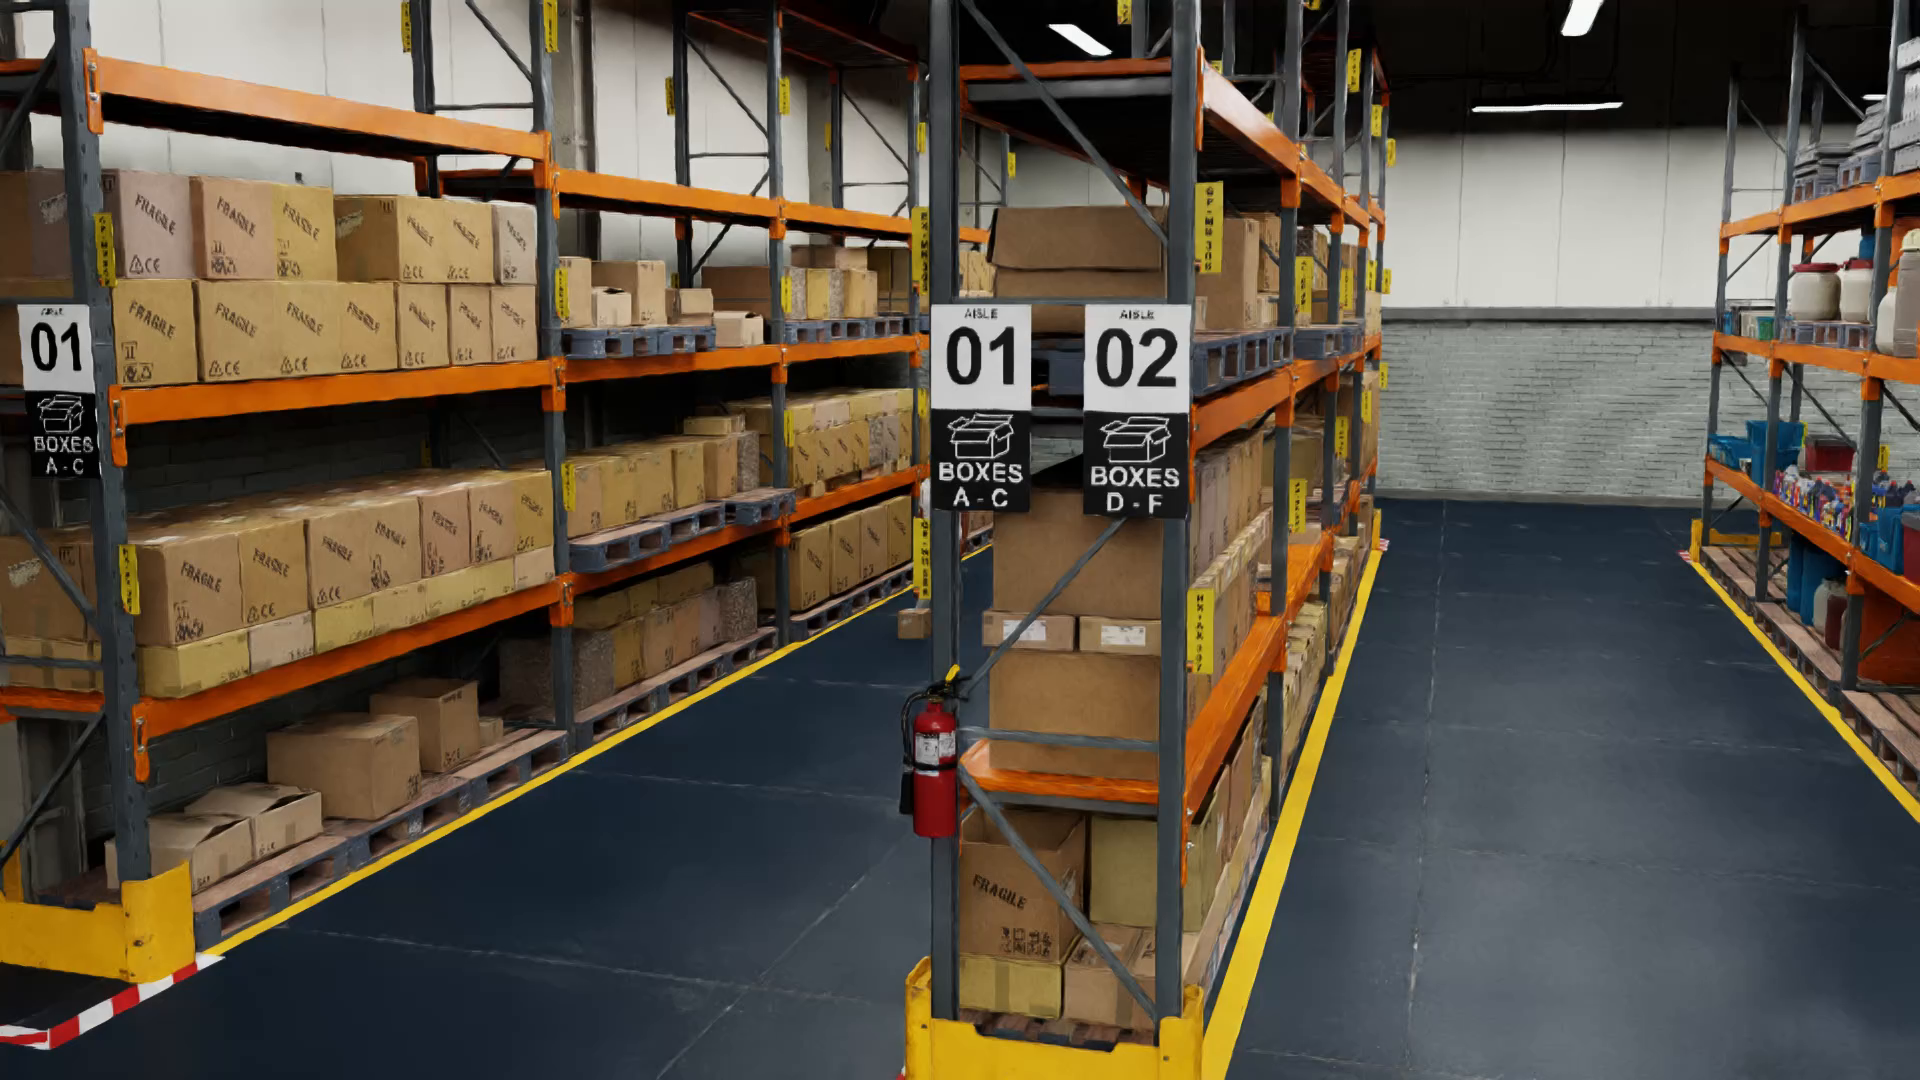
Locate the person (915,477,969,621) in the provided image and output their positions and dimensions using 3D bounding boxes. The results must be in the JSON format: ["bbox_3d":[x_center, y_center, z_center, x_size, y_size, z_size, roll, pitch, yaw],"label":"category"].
[{"bbox_3d":[-0.208,-0.020,16.323,0.571,1.755,0.707,3,9,21],"label":"person"}]
